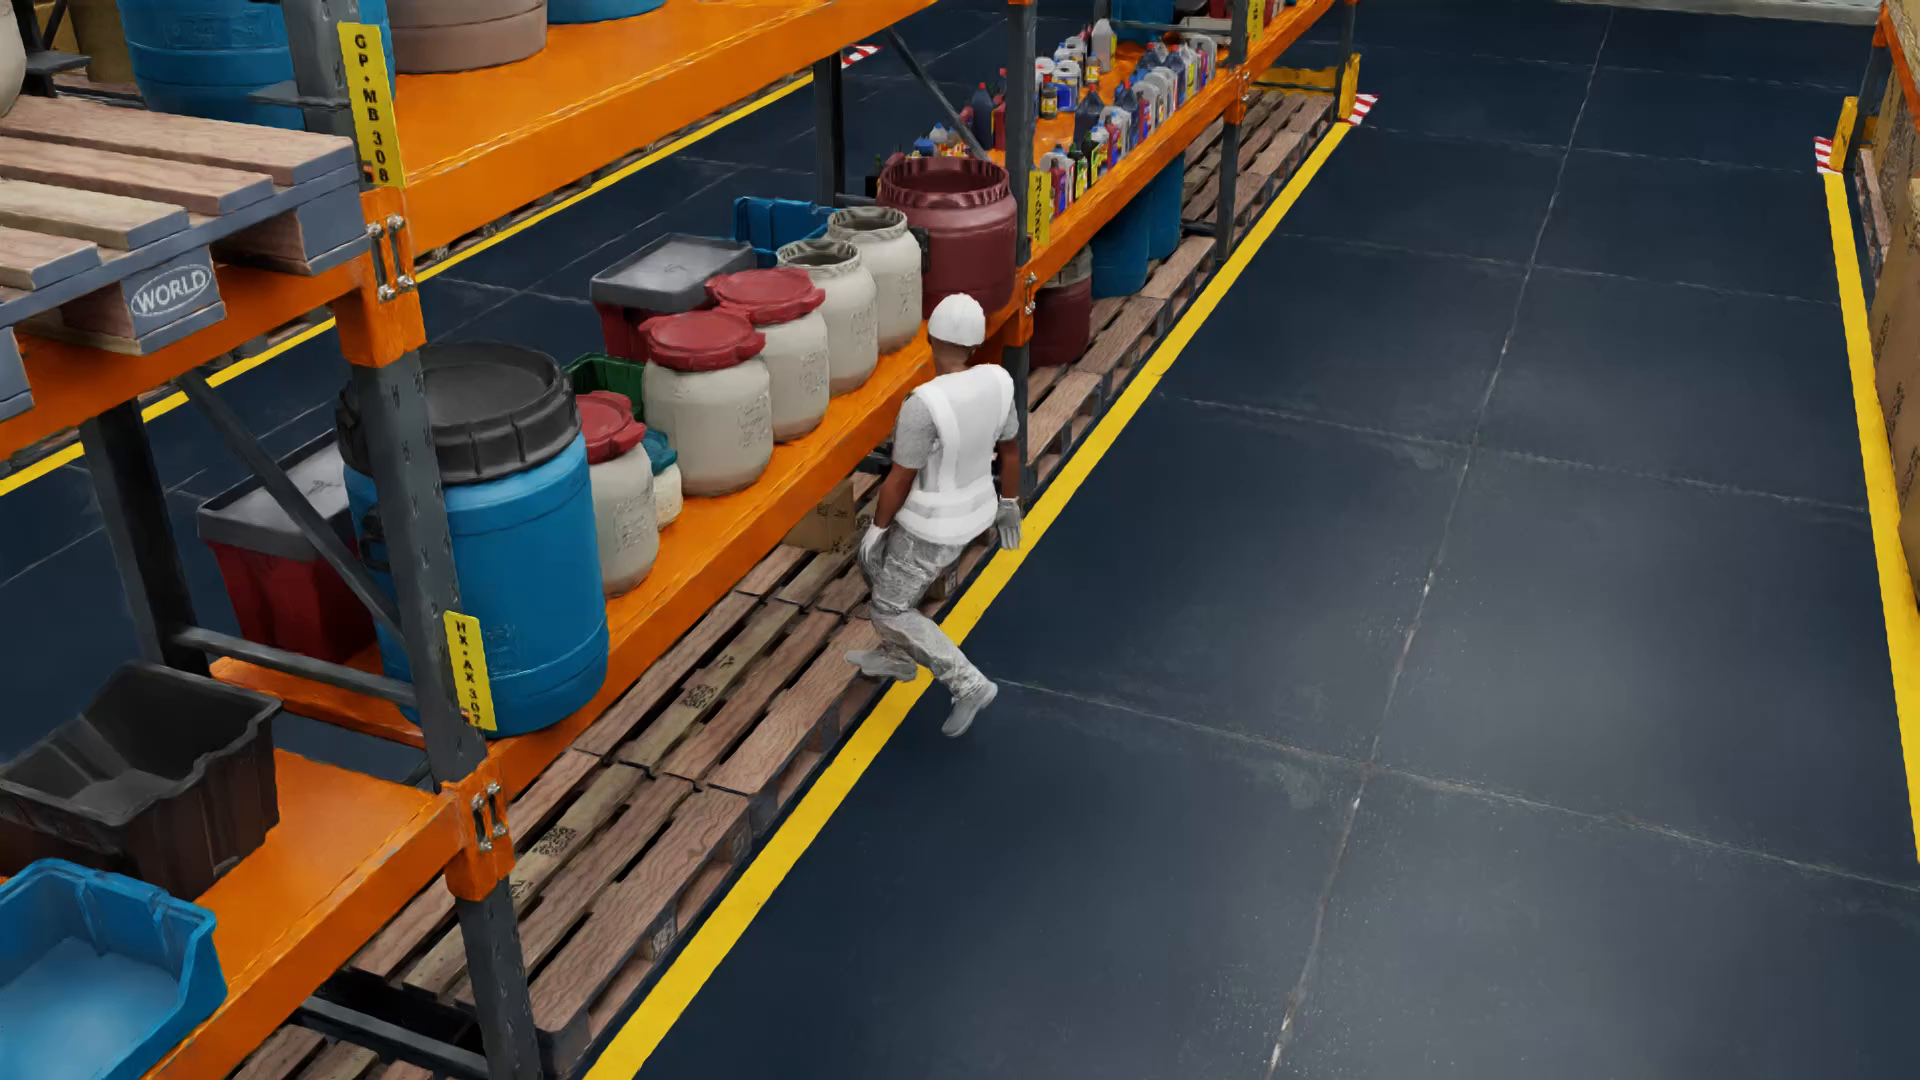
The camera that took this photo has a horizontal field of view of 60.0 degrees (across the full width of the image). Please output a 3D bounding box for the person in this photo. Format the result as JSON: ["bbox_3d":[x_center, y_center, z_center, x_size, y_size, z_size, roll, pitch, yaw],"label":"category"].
[{"bbox_3d":[-0.084,-0.116,6.300,0.729,1.683,0.595,17,33,27],"label":"person"}]
